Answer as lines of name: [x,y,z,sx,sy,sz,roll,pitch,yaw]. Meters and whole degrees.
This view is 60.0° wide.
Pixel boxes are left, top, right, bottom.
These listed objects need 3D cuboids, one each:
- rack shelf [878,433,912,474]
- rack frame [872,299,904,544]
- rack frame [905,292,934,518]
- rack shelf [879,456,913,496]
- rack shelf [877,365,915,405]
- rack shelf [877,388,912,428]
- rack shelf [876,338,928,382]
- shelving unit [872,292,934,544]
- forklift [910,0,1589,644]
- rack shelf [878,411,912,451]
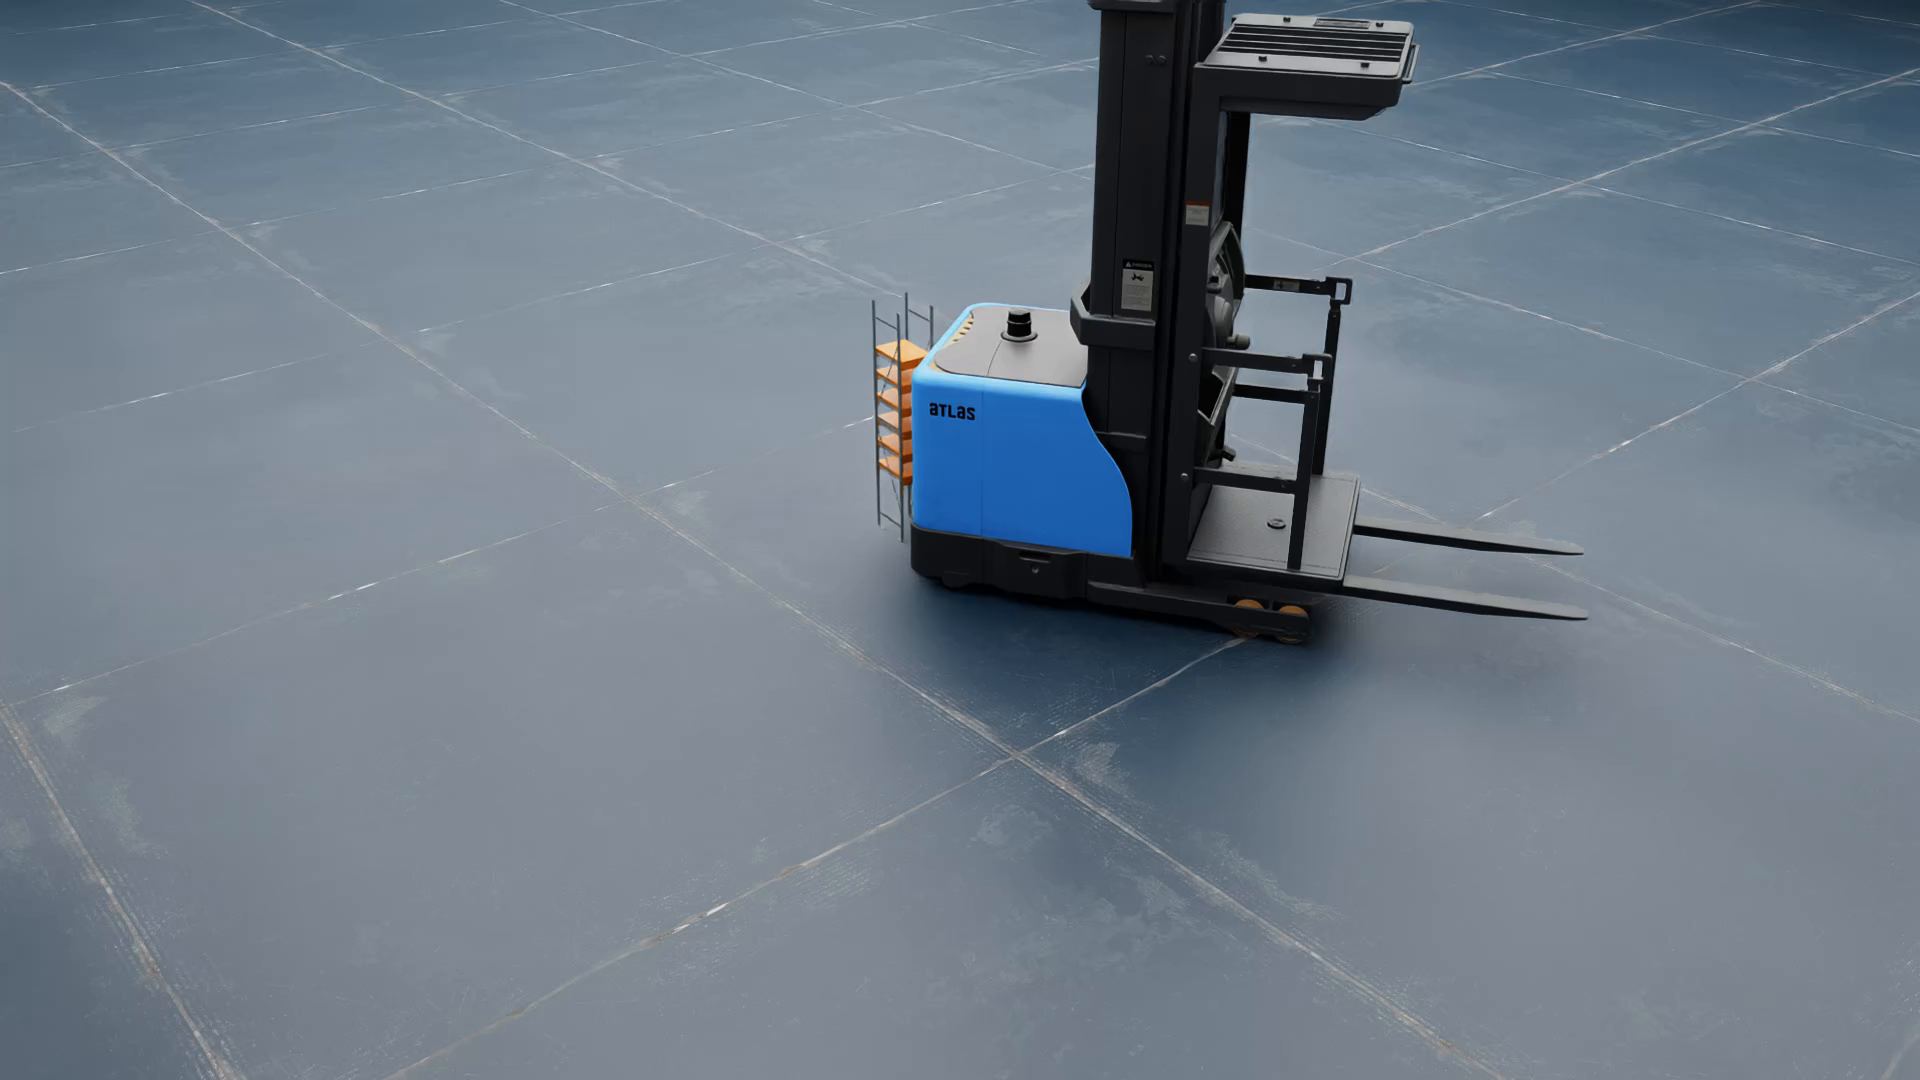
rack shelf: [-0.270,-0.437,8.143,0.180,0.103,0.258,-18,33,-30]
rack frame: [-0.346,-0.557,8.020,0.006,1.200,0.240,-18,33,-30]
rack frame: [-0.194,-0.606,8.111,0.006,1.200,0.240,-18,33,-30]
rack shelf: [-0.270,-0.331,8.199,0.180,0.103,0.258,-18,33,-30]
rack shelf: [-0.270,-0.754,7.973,0.180,0.103,0.258,-18,33,-30]
rack shelf: [-0.270,-0.648,8.030,0.180,0.103,0.258,-18,33,-30]
rack shelf: [-0.270,-0.860,7.917,0.180,0.103,0.258,-18,33,-30]
shelving unit: [-0.270,-0.582,8.065,0.189,1.200,0.258,-18,33,-30]
forklift: [1.343,-1.111,7.220,3.031,2.935,1.130,8,29,14]
rack shelf: [-0.270,-0.542,8.086,0.180,0.103,0.258,-18,33,-30]
